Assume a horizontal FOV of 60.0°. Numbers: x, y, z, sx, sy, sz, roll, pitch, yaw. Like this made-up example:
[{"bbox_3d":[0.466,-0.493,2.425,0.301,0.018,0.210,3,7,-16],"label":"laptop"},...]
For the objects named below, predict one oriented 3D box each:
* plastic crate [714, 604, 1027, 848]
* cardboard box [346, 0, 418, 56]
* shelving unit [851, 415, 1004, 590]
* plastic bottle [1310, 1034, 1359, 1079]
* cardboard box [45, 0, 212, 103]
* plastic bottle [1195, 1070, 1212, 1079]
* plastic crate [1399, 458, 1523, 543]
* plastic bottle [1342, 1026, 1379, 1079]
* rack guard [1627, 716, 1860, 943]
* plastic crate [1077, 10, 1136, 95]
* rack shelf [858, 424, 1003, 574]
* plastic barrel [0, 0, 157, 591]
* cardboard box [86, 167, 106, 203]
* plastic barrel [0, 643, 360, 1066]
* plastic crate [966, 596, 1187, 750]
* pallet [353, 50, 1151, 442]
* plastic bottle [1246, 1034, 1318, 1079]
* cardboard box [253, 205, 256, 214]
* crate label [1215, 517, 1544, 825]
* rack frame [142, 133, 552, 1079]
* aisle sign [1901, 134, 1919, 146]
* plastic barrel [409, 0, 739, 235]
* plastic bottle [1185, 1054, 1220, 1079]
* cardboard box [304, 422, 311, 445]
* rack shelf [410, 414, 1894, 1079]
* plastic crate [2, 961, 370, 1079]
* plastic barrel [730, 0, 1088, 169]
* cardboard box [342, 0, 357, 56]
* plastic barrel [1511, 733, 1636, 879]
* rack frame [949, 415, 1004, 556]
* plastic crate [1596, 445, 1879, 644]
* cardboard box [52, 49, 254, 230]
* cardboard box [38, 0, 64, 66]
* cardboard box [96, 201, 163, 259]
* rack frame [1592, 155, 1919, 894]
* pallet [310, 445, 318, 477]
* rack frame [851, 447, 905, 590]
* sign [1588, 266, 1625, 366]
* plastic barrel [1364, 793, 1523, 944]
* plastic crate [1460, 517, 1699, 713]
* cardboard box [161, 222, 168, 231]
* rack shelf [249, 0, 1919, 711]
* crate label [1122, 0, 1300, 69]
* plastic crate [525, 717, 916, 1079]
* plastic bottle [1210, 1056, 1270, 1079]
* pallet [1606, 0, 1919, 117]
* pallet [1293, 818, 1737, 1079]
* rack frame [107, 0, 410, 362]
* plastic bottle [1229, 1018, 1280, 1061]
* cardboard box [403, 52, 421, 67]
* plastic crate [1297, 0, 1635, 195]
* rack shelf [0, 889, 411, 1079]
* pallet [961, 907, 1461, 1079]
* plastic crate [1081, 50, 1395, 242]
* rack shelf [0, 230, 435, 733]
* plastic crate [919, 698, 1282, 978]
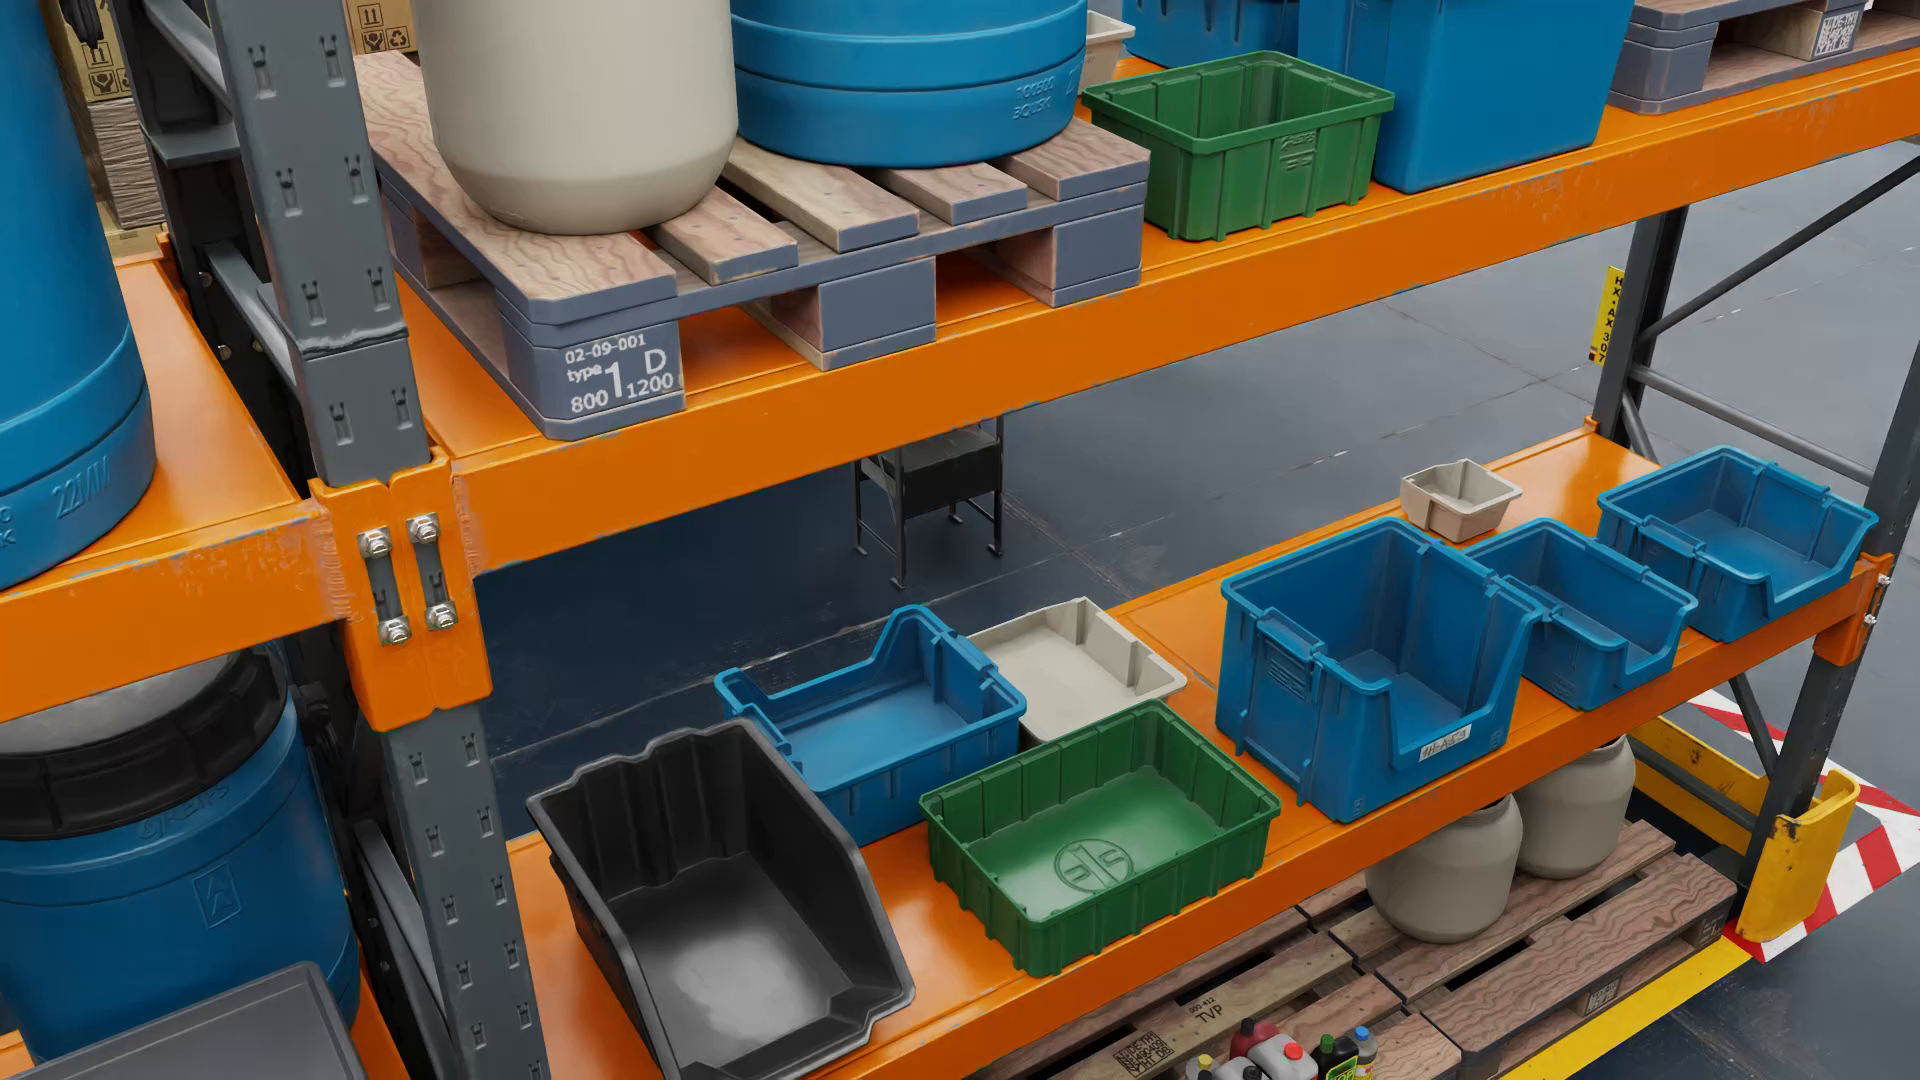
[{"bbox_3d":[-0.209,0.437,3.885,0.616,0.251,0.499,-19,37,-27],"label":"plastic crate"},{"bbox_3d":[-2.320,-2.302,6.777,0.500,0.500,0.500,-19,37,-27],"label":"cardboard box"},{"bbox_3d":[-0.139,-0.840,6.614,0.503,2.100,0.431,-19,37,-27],"label":"shelving unit"},{"bbox_3d":[0.976,1.392,4.365,0.133,0.283,0.061,-18,36,-26],"label":"plastic bottle"},{"bbox_3d":[-3.160,-2.012,6.318,0.500,0.500,0.500,-19,37,-27],"label":"cardboard box"},{"bbox_3d":[0.584,1.472,4.176,0.185,0.351,0.144,-17,36,-25],"label":"plastic bottle"},{"bbox_3d":[1.443,-0.114,4.867,0.250,0.136,0.298,-19,37,-27],"label":"plastic crate"},{"bbox_3d":[1.064,1.385,4.454,0.097,0.201,0.097,0,32,0],"label":"plastic bottle"},{"bbox_3d":[2.332,0.760,5.576,0.348,0.500,1.175,-19,37,-27],"label":"rack guard"},{"bbox_3d":[0.138,-0.986,3.438,0.396,0.136,0.243,-19,37,-27],"label":"plastic crate"},{"bbox_3d":[-0.139,-0.237,6.995,0.480,0.518,0.431,-19,37,-27],"label":"rack shelf"},{"bbox_3d":[-1.302,-0.420,1.823,0.708,0.901,0.600,-19,37,-27],"label":"plastic barrel"},{"bbox_3d":[-3.654,-1.493,7.040,0.250,0.149,0.380,-19,37,-27],"label":"cardboard box"},{"bbox_3d":[-1.481,0.580,3.049,0.708,0.901,0.600,-19,37,-27],"label":"plastic barrel"},{"bbox_3d":[0.236,0.345,4.139,0.437,0.136,0.530,-19,37,-27],"label":"plastic crate"},{"bbox_3d":[-0.439,-0.625,2.795,1.003,0.211,1.213,-19,37,-27],"label":"pallet"},{"bbox_3d":[0.837,1.414,4.338,0.135,0.276,0.152,-19,37,-27],"label":"plastic bottle"},{"bbox_3d":[-2.920,-1.377,6.857,0.250,0.149,0.380,-19,37,-27],"label":"cardboard box"},{"bbox_3d":[0.970,0.298,3.933,0.616,0.435,0.502,-19,37,-27],"label":"crate label"},{"bbox_3d":[-0.992,0.816,3.145,0.127,3.000,1.000,-19,37,-27],"label":"rack frame"},{"bbox_3d":[2.591,-1.327,4.106,0.004,0.787,0.394,-19,37,-27],"label":"aisle sign"},{"bbox_3d":[-0.524,-0.714,2.260,0.421,0.512,0.421,0,32,0],"label":"plastic barrel"},{"bbox_3d":[0.637,1.435,4.374,0.097,0.201,0.097,0,32,0],"label":"plastic bottle"},{"bbox_3d":[-2.840,-0.792,7.643,0.500,0.500,0.500,-8,33,-12],"label":"cardboard box"},{"bbox_3d":[0.689,0.542,4.253,4.000,0.370,1.077,-19,37,-27],"label":"rack shelf"},{"bbox_3d":[-1.233,1.066,2.688,0.583,0.464,0.402,-19,37,-27],"label":"plastic crate"},{"bbox_3d":[-0.097,-1.082,2.479,0.708,0.901,0.600,-19,37,-27],"label":"plastic barrel"},{"bbox_3d":[-2.740,-2.157,6.549,0.500,0.500,0.500,-19,37,-27],"label":"cardboard box"},{"bbox_3d":[1.858,0.759,5.174,0.421,0.512,0.421,0,32,0],"label":"plastic barrel"},{"bbox_3d":[0.066,-0.911,6.726,0.015,2.100,0.400,-19,37,-27],"label":"rack frame"},{"bbox_3d":[2.111,0.002,4.575,0.616,0.251,0.499,-19,37,-27],"label":"plastic crate"},{"bbox_3d":[-3.264,-1.675,6.722,0.500,0.500,0.875,-19,37,-27],"label":"cardboard box"},{"bbox_3d":[-3.446,-2.249,6.695,0.500,0.500,0.500,-19,37,-27],"label":"cardboard box"},{"bbox_3d":[-3.332,-1.226,6.618,0.250,0.149,0.380,-19,37,-27],"label":"cardboard box"},{"bbox_3d":[2.370,-0.340,4.978,0.127,3.000,1.000,-19,37,-27],"label":"rack frame"},{"bbox_3d":[-3.130,-0.436,7.743,1.213,0.211,1.003,-19,37,-27],"label":"pallet"},{"bbox_3d":[-0.344,-0.770,6.502,0.015,2.100,0.400,-19,37,-27],"label":"rack frame"},{"bbox_3d":[2.076,-0.705,5.297,0.005,0.325,0.100,-19,37,-27],"label":"sign"},{"bbox_3d":[1.437,0.904,4.944,0.421,0.512,0.421,0,32,0],"label":"plastic barrel"},{"bbox_3d":[1.562,0.187,4.282,0.408,0.251,0.499,-19,37,-27],"label":"plastic crate"},{"bbox_3d":[-3.115,-1.292,6.723,0.250,0.149,0.380,-19,37,-27],"label":"cardboard box"},{"bbox_3d":[0.689,-0.726,3.453,4.000,0.370,1.077,-19,37,-27],"label":"rack shelf"},{"bbox_3d":[0.618,-1.153,3.594,0.408,0.251,0.502,-19,37,-27],"label":"crate label"},{"bbox_3d":[-0.483,0.748,3.311,0.504,0.338,0.767,-19,37,-27],"label":"plastic crate"},{"bbox_3d":[0.721,1.454,4.274,0.135,0.276,0.152,-20,37,-29],"label":"plastic bottle"},{"bbox_3d":[1.622,-1.334,3.918,1.213,0.211,1.003,-19,37,-27],"label":"pallet"},{"bbox_3d":[1.646,1.115,5.285,1.213,0.211,1.003,-19,37,-27],"label":"pallet"},{"bbox_3d":[-0.992,-1.721,1.544,0.127,3.000,1.000,-19,37,-27],"label":"rack frame"},{"bbox_3d":[0.779,1.363,4.411,0.133,0.283,0.061,-19,37,-27],"label":"plastic bottle"},{"bbox_3d":[-2.459,-1.994,7.227,0.500,0.500,0.875,-19,37,-27],"label":"cardboard box"},{"bbox_3d":[0.930,-0.916,3.094,0.575,0.384,0.392,-19,37,-27],"label":"plastic crate"},{"bbox_3d":[-2.673,1.698,2.420,4.000,0.370,1.077,-19,37,-27],"label":"rack shelf"},{"bbox_3d":[0.621,1.465,4.729,1.213,0.211,1.003,-19,37,-27],"label":"pallet"},{"bbox_3d":[0.482,-0.697,2.931,0.450,0.188,0.336,-19,37,-27],"label":"plastic crate"},{"bbox_3d":[-2.673,0.430,1.620,4.000,0.370,1.077,-19,37,-27],"label":"rack shelf"},{"bbox_3d":[0.302,0.640,3.623,0.662,0.188,0.450,-19,37,-27],"label":"plastic crate"}]
